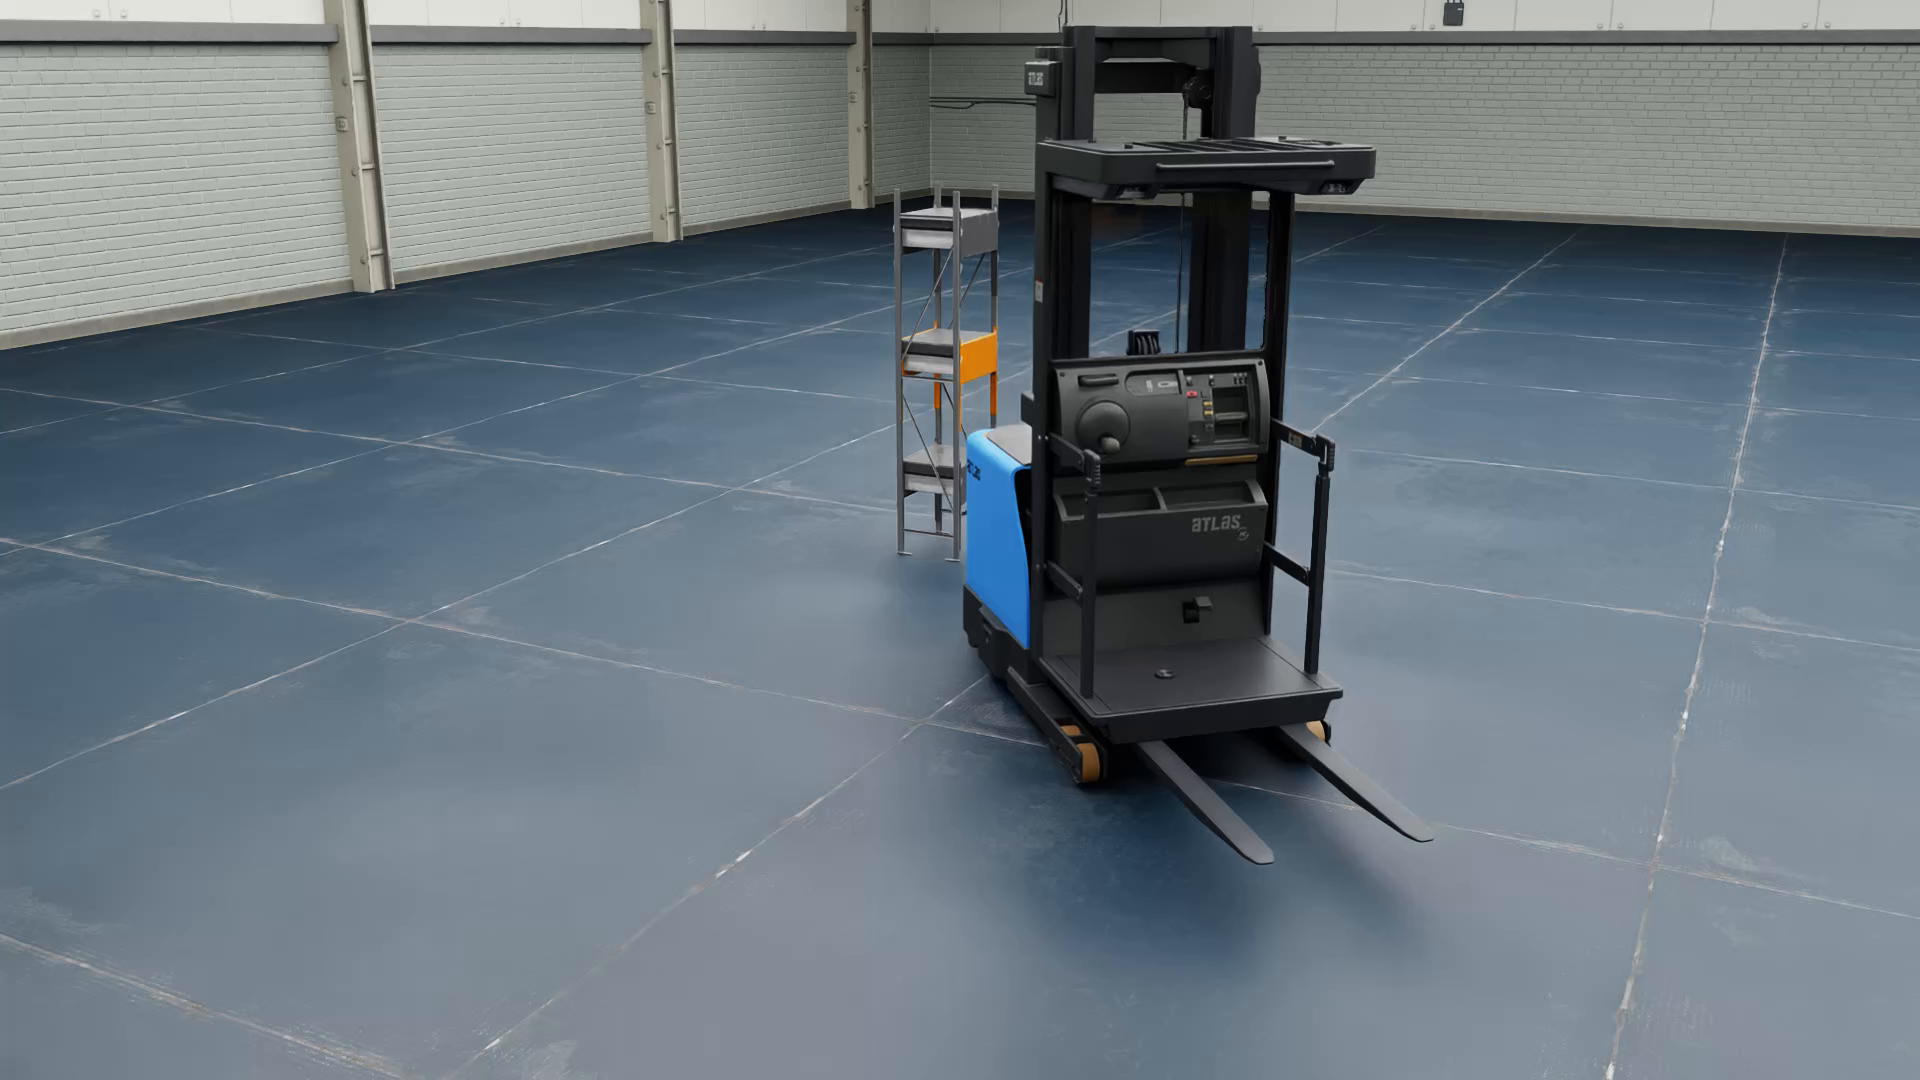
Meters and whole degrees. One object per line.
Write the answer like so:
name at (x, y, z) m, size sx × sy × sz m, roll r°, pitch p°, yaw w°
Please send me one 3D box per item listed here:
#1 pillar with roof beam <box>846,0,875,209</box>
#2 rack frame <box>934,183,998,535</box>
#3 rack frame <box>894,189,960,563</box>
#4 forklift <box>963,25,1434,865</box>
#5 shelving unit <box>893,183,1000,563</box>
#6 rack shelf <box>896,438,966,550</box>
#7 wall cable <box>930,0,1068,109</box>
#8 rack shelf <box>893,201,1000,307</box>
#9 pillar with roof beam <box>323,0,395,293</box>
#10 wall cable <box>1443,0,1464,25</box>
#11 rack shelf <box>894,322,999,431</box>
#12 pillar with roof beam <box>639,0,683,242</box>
pillar with roof beam at (2.054, -9.879, 27.480) m, size 9.100 × 9.000 × 0.400 m, roll 8°, pitch 18°, yaw 25°
rack frame at (0.035, -1.027, 9.793) m, size 0.400 × 2.100 × 0.015 m, roll 8°, pitch 18°, yaw 25°
rack frame at (-0.183, -0.902, 9.374) m, size 0.400 × 2.100 × 0.015 m, roll 8°, pitch 18°, yaw 25°
forklift at (0.908, -0.545, 6.710) m, size 1.130 × 2.935 × 3.031 m, roll -5°, pitch 17°, yaw -15°
shelving unit at (-0.074, -0.964, 9.583) m, size 0.431 × 2.100 × 0.503 m, roll 8°, pitch 18°, yaw 25°
rack shelf at (-0.074, -0.280, 9.787) m, size 0.431 × 0.518 × 0.480 m, roll 8°, pitch 18°, yaw 25°
wall cable at (0.702, -9.520, 31.726) m, size 3.097 × 2.526 × 0.112 m, roll 8°, pitch 18°, yaw 25°
rack shelf at (-0.074, -1.622, 9.388) m, size 0.431 × 0.518 × 0.480 m, roll 8°, pitch 18°, yaw 25°
pillar with roof beam at (-3.308, -6.822, 17.189) m, size 9.100 × 9.000 × 0.400 m, roll 8°, pitch 18°, yaw 25°
wall cable at (9.188, -11.427, 26.720) m, size 2.305 × 6.003 × 0.169 m, roll 8°, pitch 18°, yaw 25°
rack shelf at (-0.074, -0.951, 9.587) m, size 0.431 × 0.518 × 0.480 m, roll 8°, pitch 18°, yaw 25°
pillar with roof beam at (-0.627, -8.351, 22.334) m, size 9.100 × 9.000 × 0.400 m, roll 8°, pitch 18°, yaw 25°
